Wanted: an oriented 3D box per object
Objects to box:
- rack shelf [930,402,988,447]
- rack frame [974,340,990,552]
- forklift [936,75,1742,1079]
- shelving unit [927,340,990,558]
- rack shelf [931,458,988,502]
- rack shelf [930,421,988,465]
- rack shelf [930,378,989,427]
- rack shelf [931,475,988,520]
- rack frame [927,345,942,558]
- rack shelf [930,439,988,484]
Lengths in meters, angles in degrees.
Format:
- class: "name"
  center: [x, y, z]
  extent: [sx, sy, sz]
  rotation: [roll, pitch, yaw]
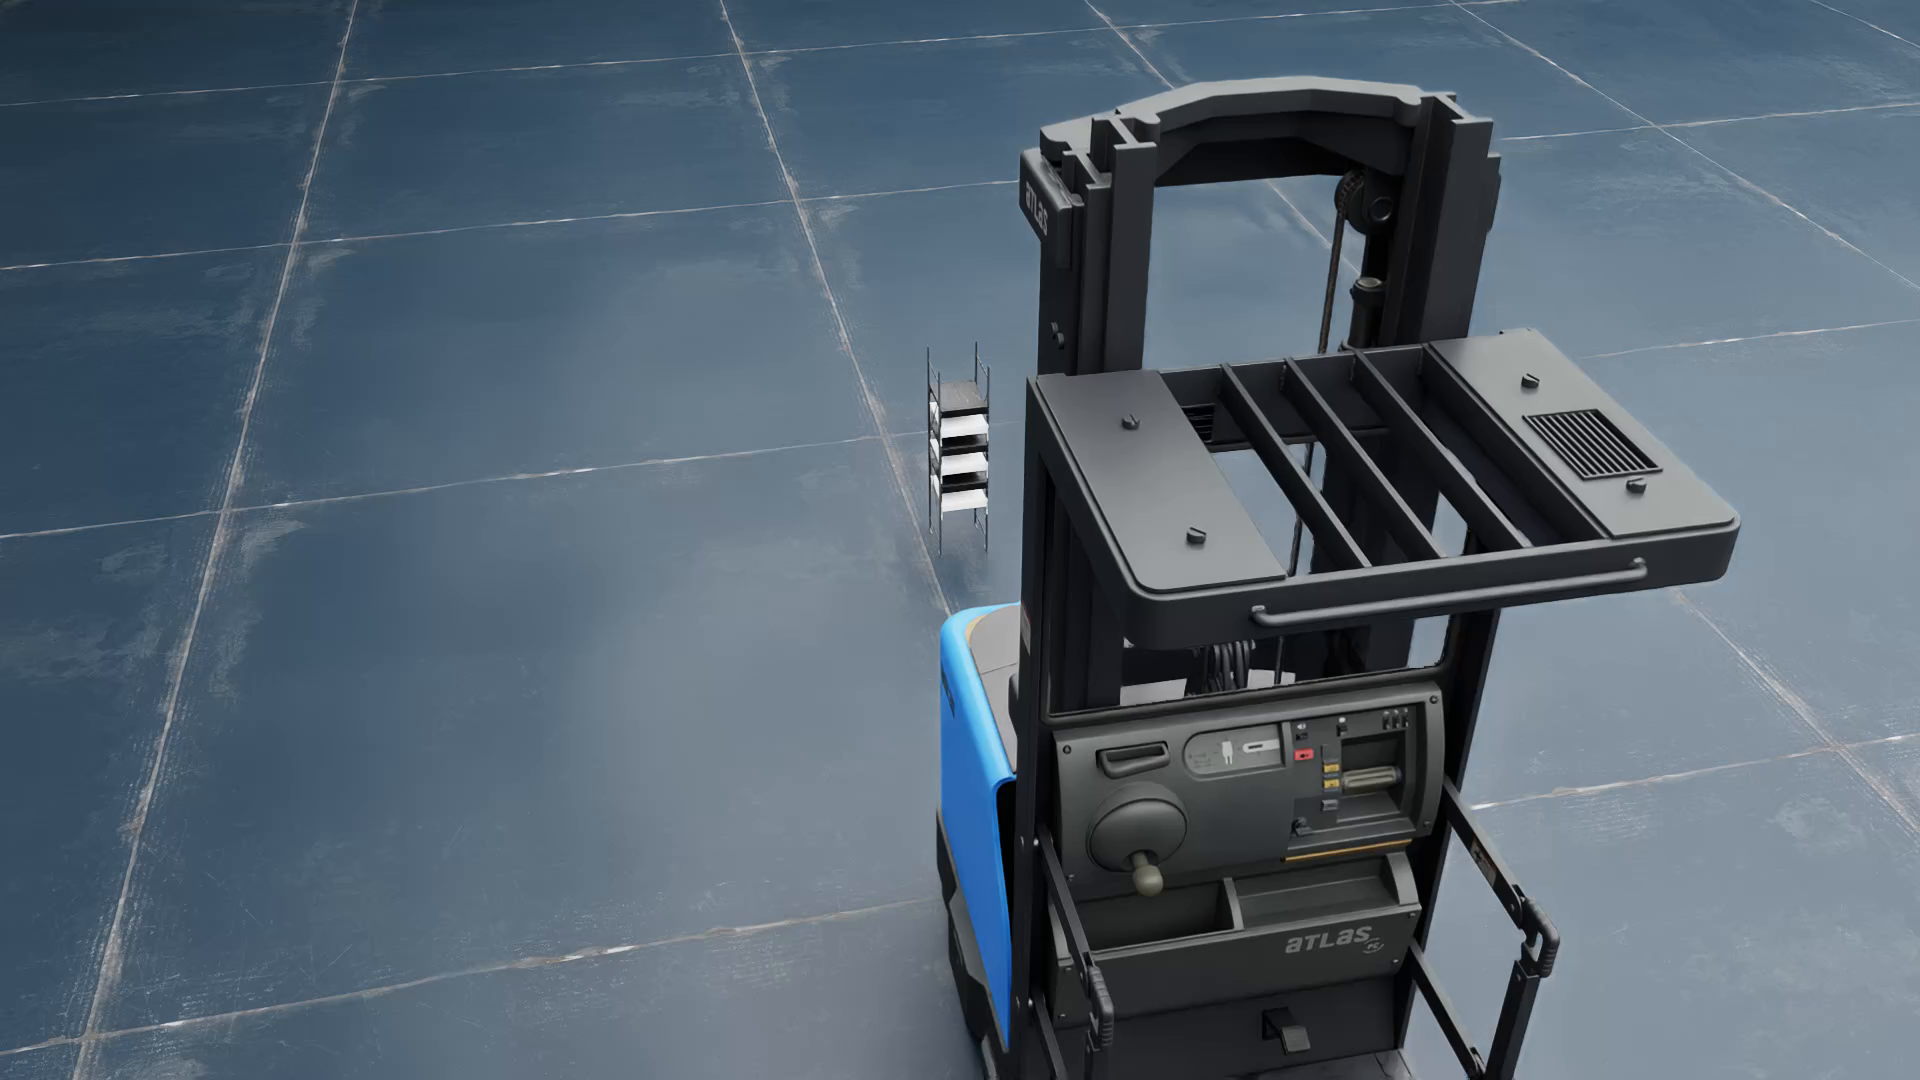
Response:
- class: "rack shelf"
  center: [-0.008, -0.494, 6.916]
  extent: [0.200, 0.077, 0.258]
  rotation: [-7, 35, -11]
- class: "rack frame"
  center: [0.091, -0.385, 7.016]
  extent: [0.006, 0.900, 0.240]
  rotation: [-7, 35, -11]
- class: "forklift"
  center: [0.721, 0.637, 3.670]
  extent: [1.130, 2.935, 3.031]
  rotation: [-6, 34, -10]
- class: "shelving unit"
  center: [-0.008, -0.373, 6.998]
  extent: [0.210, 0.900, 0.258]
  rotation: [-7, 35, -11]
- class: "rack shelf"
  center: [-0.008, -0.270, 7.066]
  extent: [0.200, 0.077, 0.258]
  rotation: [-7, 35, -11]
- class: "rack shelf"
  center: [-0.008, -0.420, 6.966]
  extent: [0.200, 0.077, 0.258]
  rotation: [-7, 35, -11]
- class: "rack shelf"
  center: [-0.008, -0.569, 6.866]
  extent: [0.200, 0.077, 0.258]
  rotation: [-7, 35, -11]
- class: "rack shelf"
  center: [-0.008, -0.196, 7.117]
  extent: [0.200, 0.077, 0.258]
  rotation: [-7, 35, -11]
- class: "rack frame"
  center: [-0.107, -0.360, 6.979]
  extent: [0.006, 0.900, 0.240]
  rotation: [-7, 35, -11]
- class: "rack shelf"
  center: [-0.008, -0.345, 7.016]
  extent: [0.200, 0.077, 0.258]
  rotation: [-7, 35, -11]
